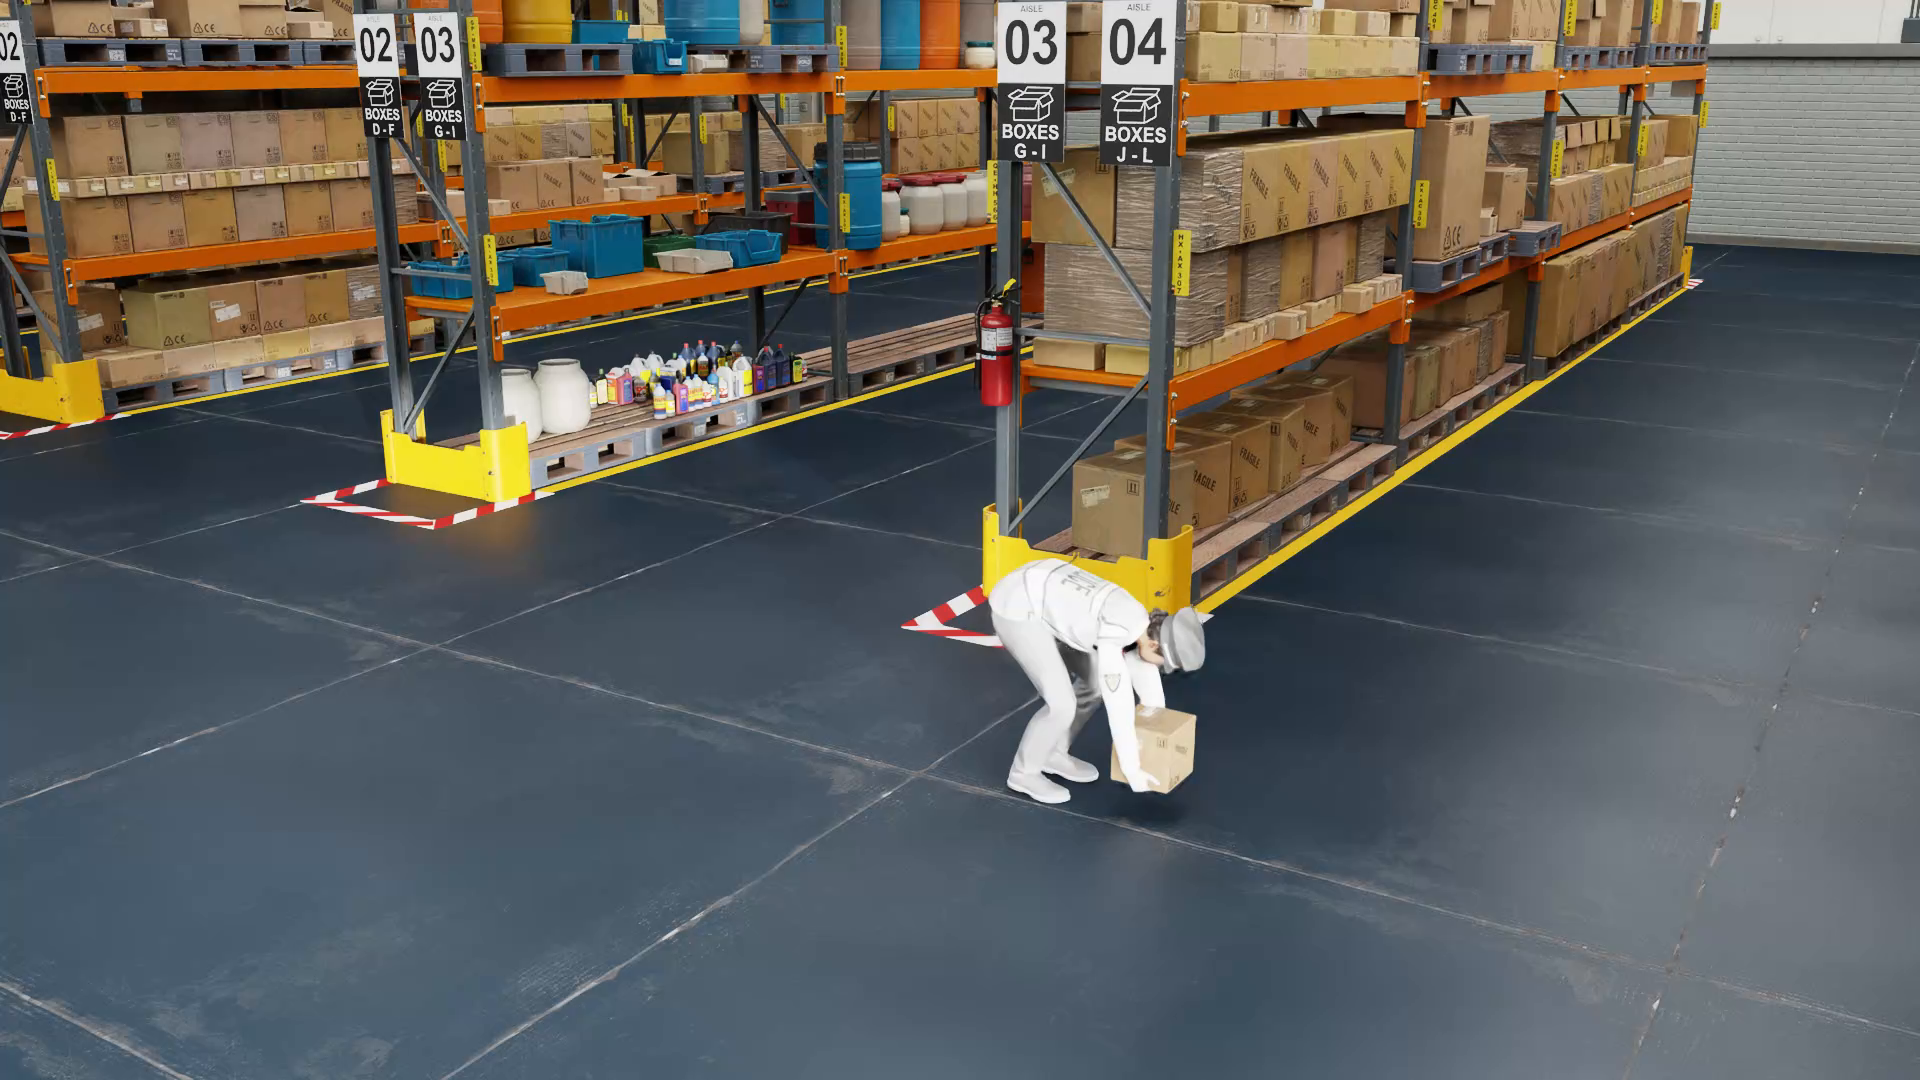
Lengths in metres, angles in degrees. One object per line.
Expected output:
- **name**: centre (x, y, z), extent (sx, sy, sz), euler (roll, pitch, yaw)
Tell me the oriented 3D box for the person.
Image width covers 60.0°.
- **person**: centre (0.550, 0.587, 6.761), extent (0.901, 0.972, 0.444), euler (9, 18, 28)
